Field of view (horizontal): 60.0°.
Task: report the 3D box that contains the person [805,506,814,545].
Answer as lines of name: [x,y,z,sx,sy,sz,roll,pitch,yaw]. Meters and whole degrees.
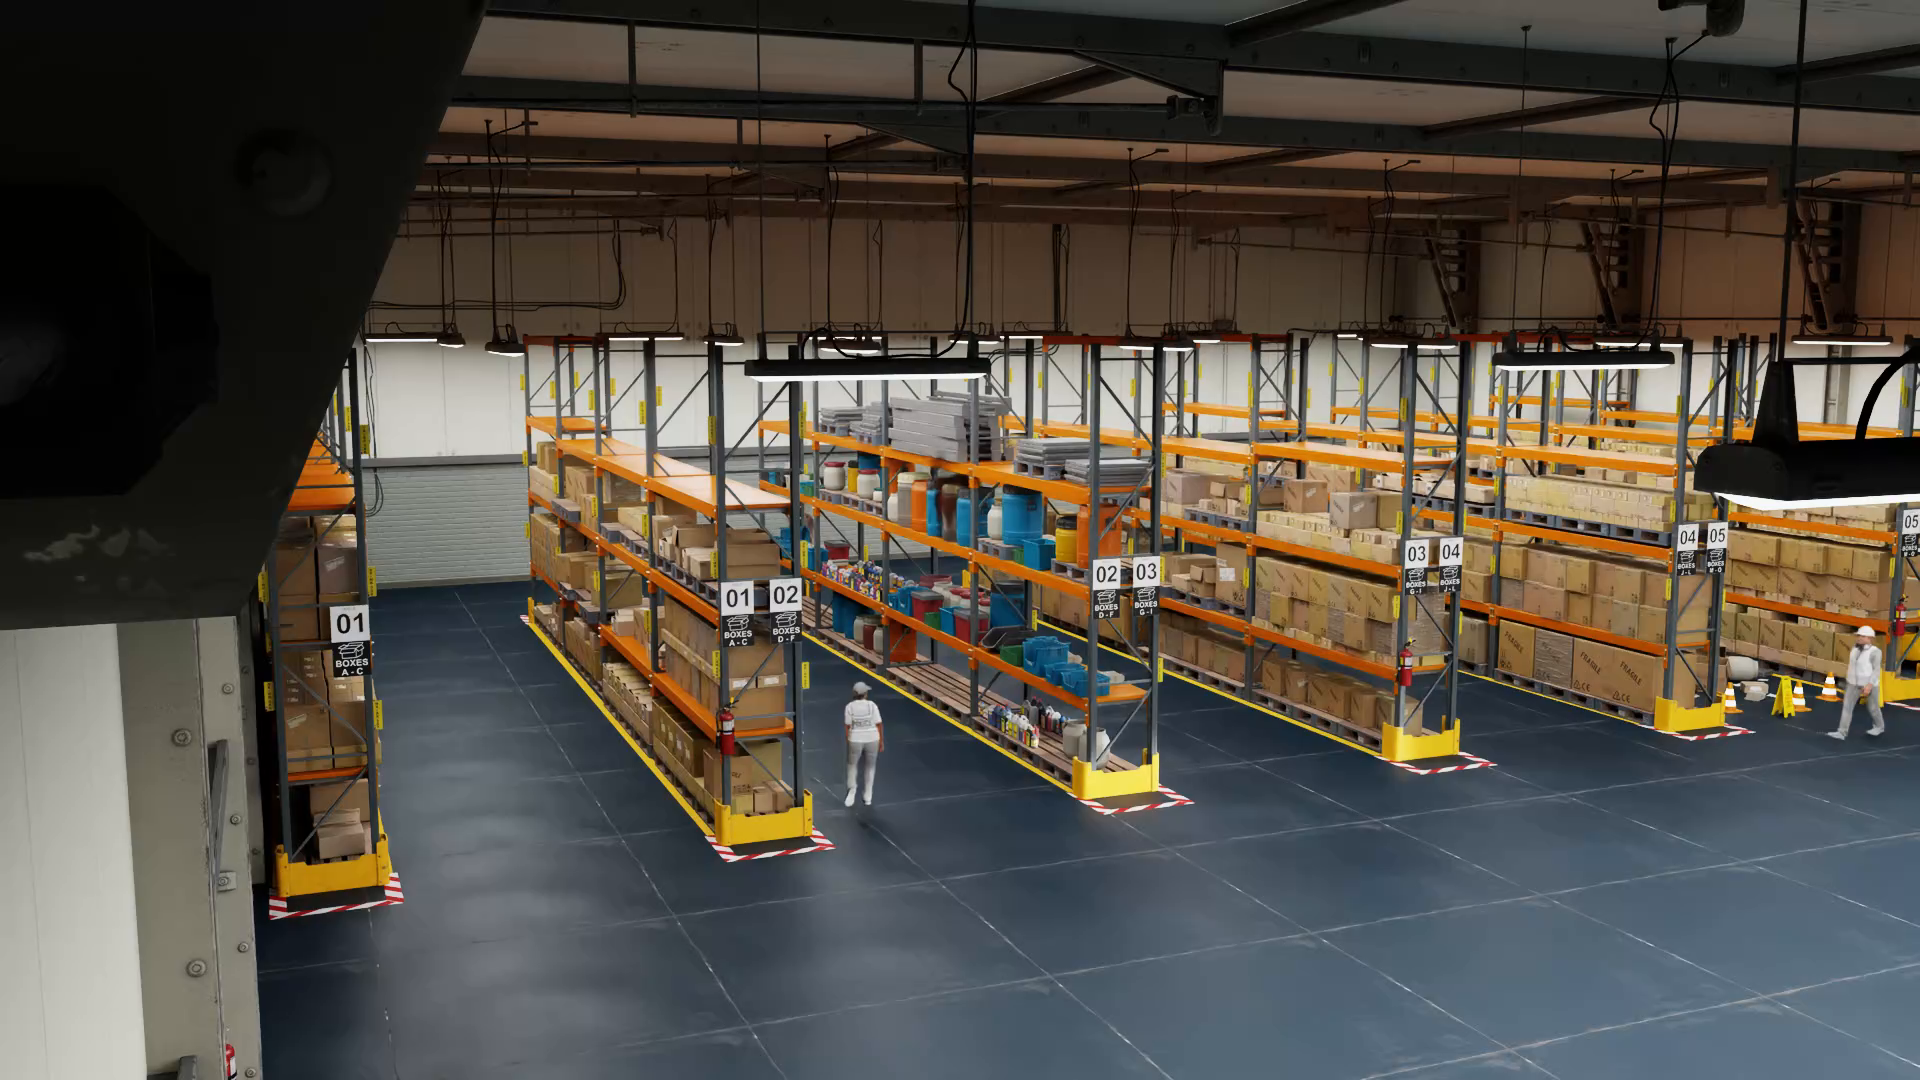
person: [-3.860,0.116,40.972,0.500,1.587,0.600,7,10,43]

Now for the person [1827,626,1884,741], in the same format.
person: [13.574,2.153,25.010,1.057,1.726,0.524,-6,10,-38]

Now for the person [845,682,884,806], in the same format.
person: [-1.245,2.642,21.579,0.502,1.650,0.510,1,8,4]
